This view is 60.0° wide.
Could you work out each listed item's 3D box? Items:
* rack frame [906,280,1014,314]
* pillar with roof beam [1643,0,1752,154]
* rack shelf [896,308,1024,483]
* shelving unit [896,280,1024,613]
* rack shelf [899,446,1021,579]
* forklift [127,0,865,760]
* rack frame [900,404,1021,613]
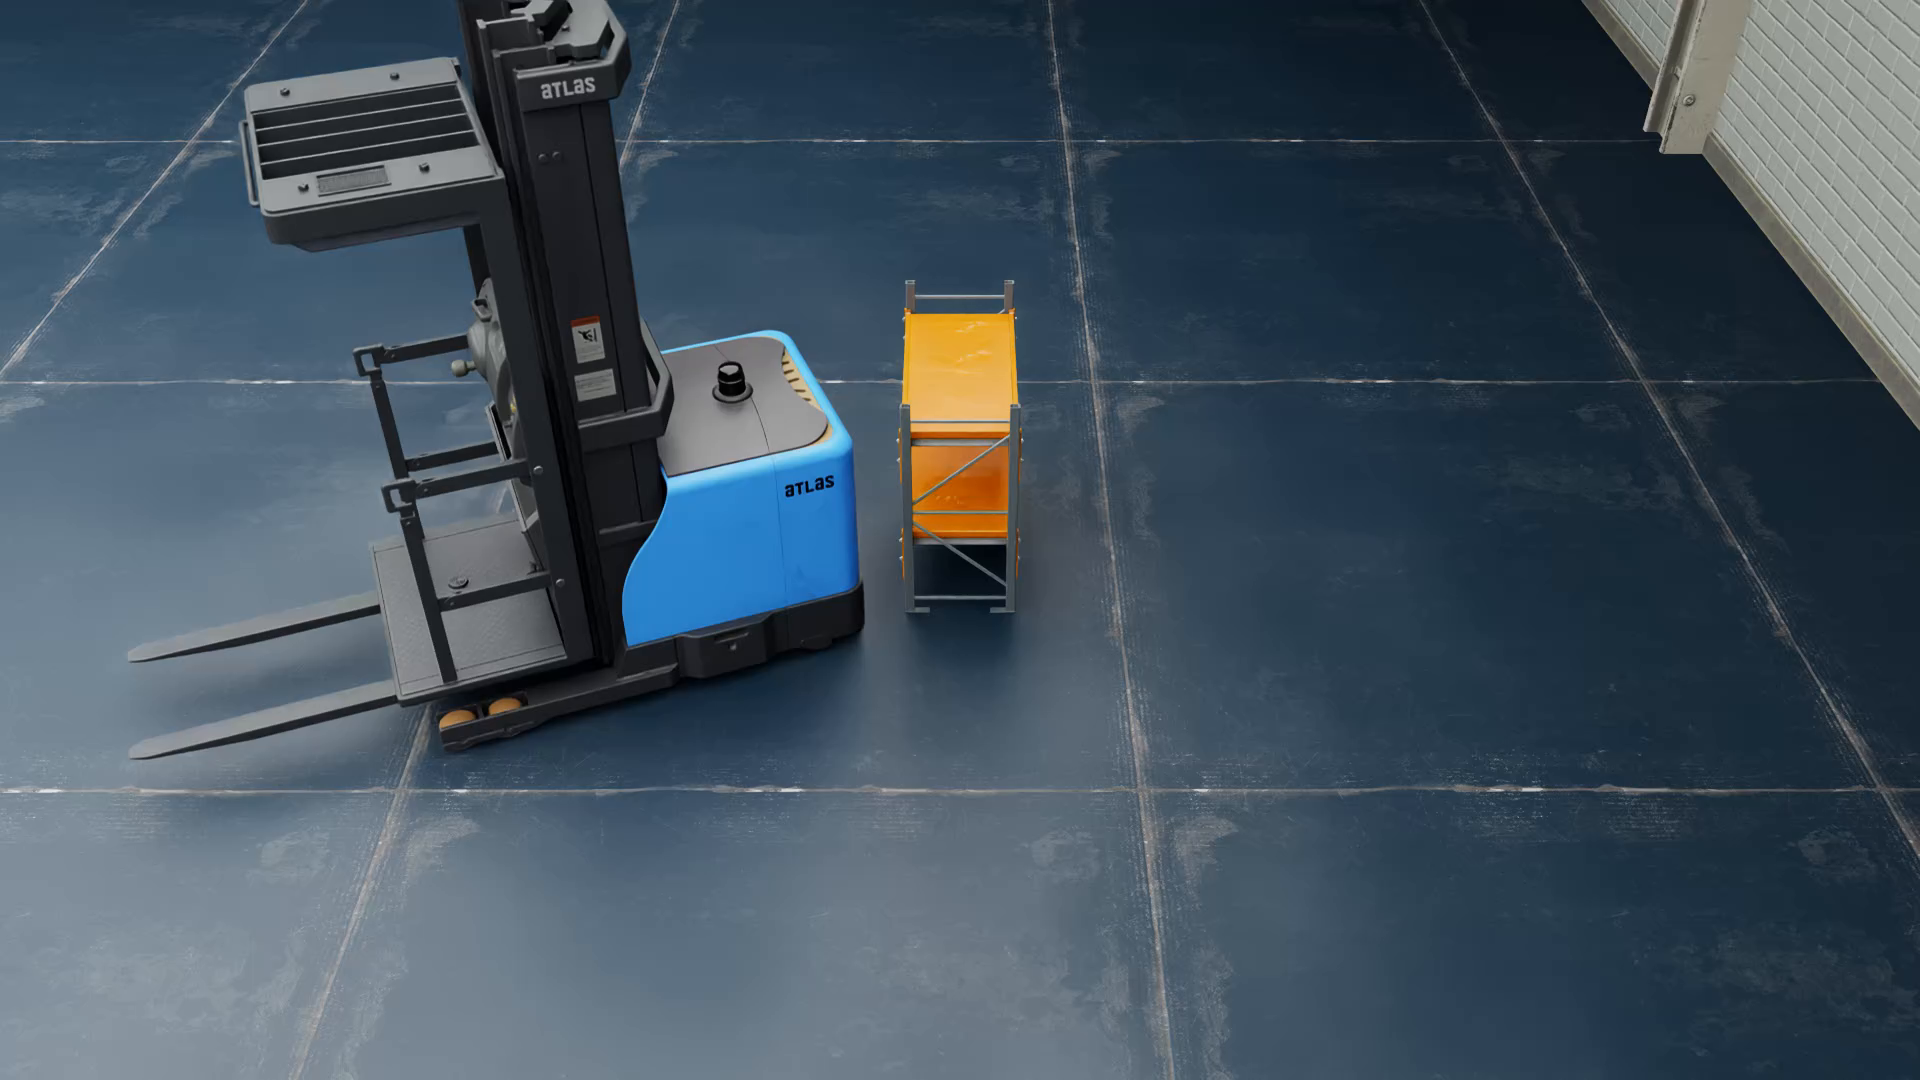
[{"bbox_3d":[-0.001,-0.753,8.035,0.500,1.125,0.032,0,39,0],"label":"rack frame"},{"bbox_3d":[0.600,-6.250,8.599,9.100,9.000,0.400,0,39,0],"label":"pillar with roof beam"},{"bbox_3d":[0.000,-0.663,7.455,0.538,0.278,1.000,0,39,0],"label":"rack shelf"},{"bbox_3d":[0.000,-0.435,7.638,0.538,1.125,1.048,0,39,0],"label":"shelving unit"},{"bbox_3d":[0.000,-0.244,7.791,0.538,0.278,1.000,0,39,0],"label":"rack shelf"},{"bbox_3d":[-1.996,-0.648,6.461,3.031,2.935,1.130,-14,41,-17],"label":"forklift"},{"bbox_3d":[0.001,-0.117,7.242,0.500,1.125,0.032,0,39,0],"label":"rack frame"}]
